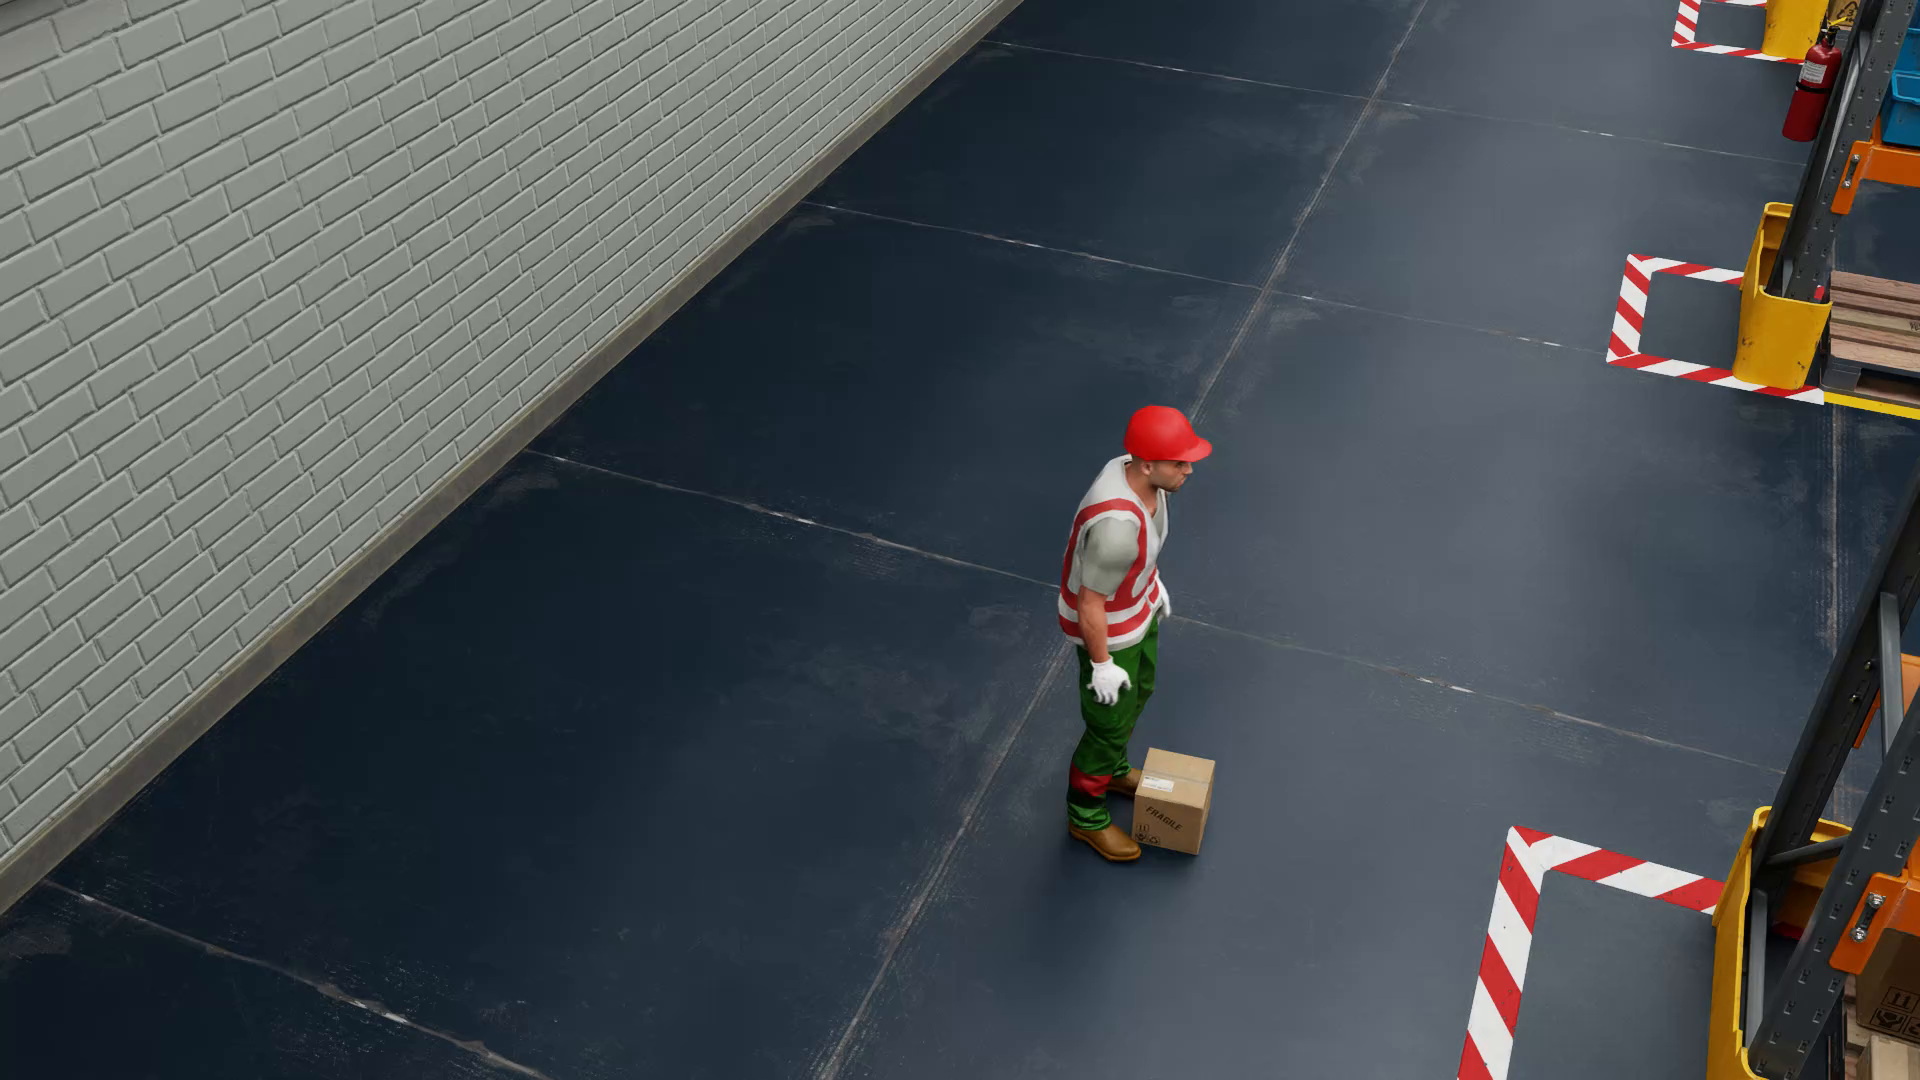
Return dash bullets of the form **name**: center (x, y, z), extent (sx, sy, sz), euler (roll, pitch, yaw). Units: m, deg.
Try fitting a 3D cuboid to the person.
- **person**: center (0.572, 0.300, 5.742), extent (0.449, 1.779, 0.608), euler (14, 39, 18)
